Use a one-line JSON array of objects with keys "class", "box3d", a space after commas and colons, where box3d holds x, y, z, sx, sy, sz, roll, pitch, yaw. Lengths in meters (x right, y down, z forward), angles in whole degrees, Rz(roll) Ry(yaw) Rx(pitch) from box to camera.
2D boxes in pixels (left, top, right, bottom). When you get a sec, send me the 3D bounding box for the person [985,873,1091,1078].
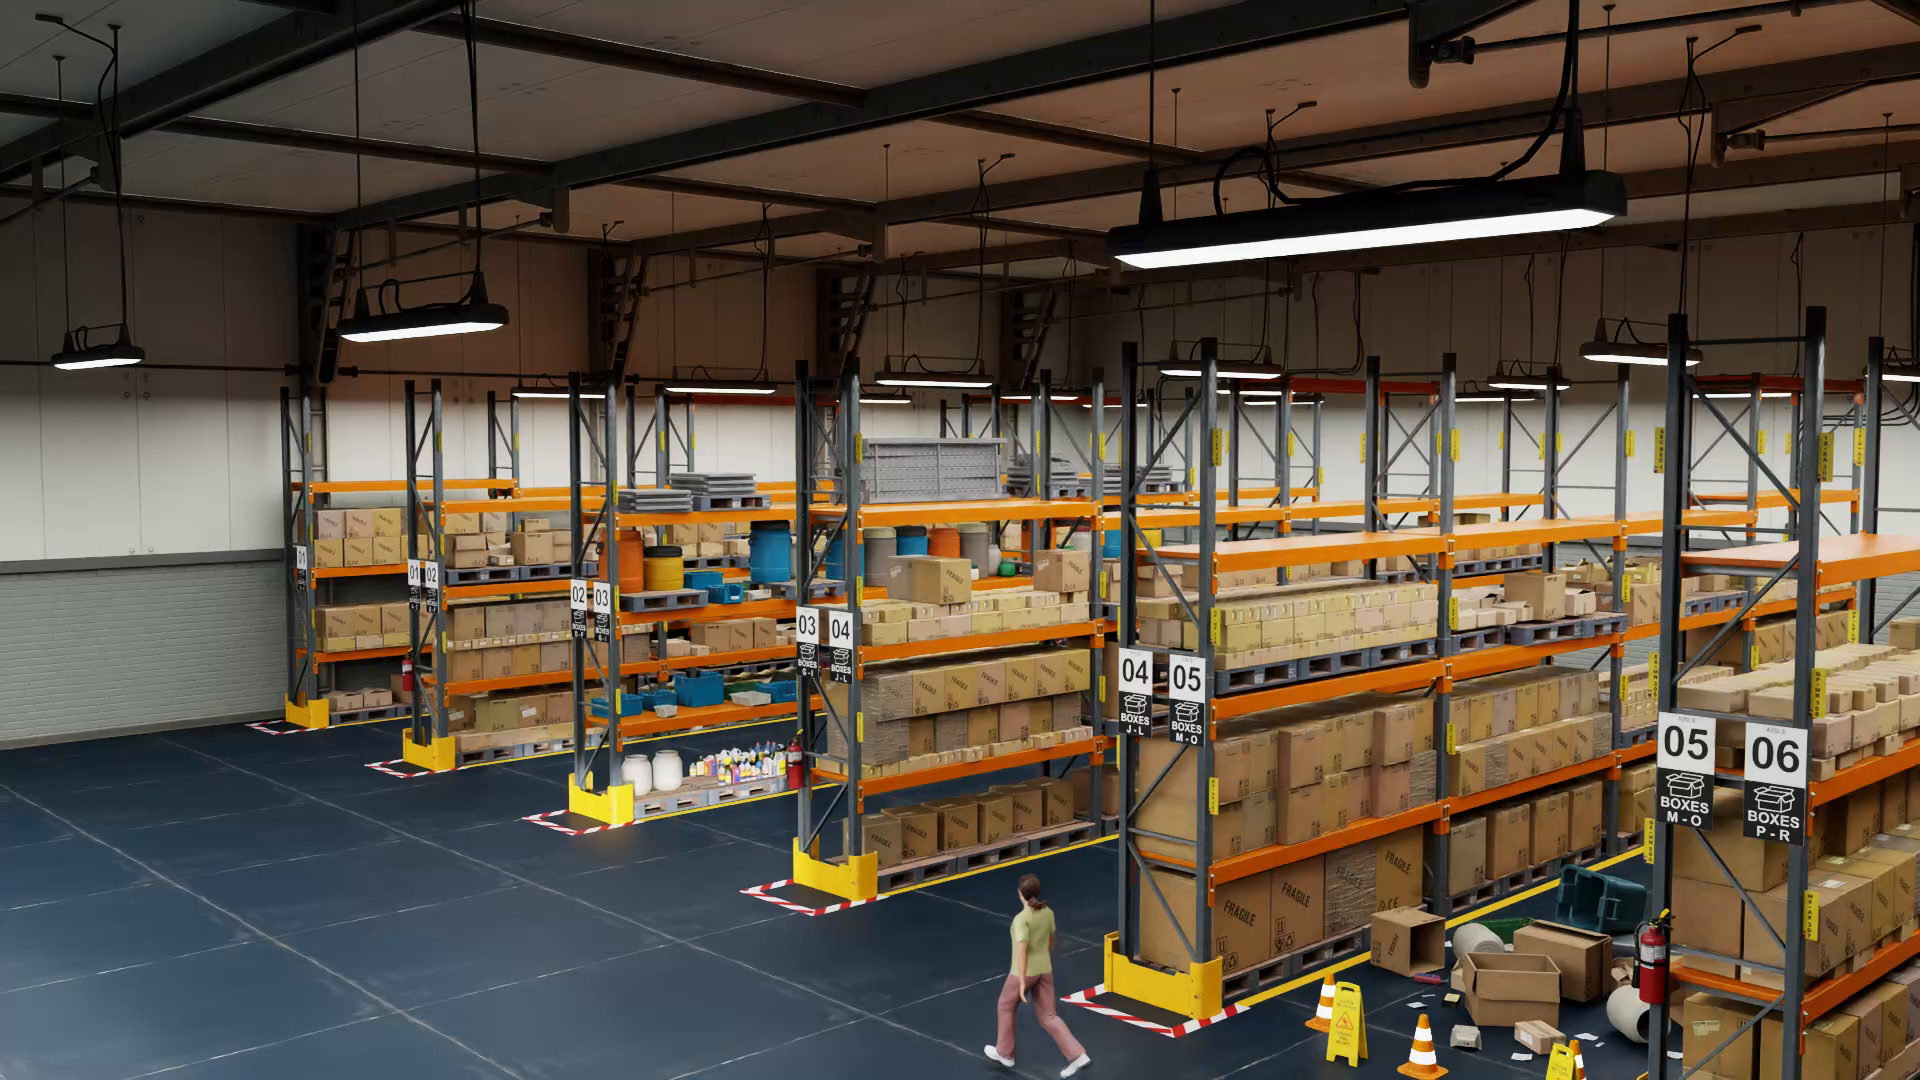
[{"class": "person", "box3d": [0.610, 3.506, 13.369, 0.507, 1.594, 1.048, -3, 5, -39]}]
